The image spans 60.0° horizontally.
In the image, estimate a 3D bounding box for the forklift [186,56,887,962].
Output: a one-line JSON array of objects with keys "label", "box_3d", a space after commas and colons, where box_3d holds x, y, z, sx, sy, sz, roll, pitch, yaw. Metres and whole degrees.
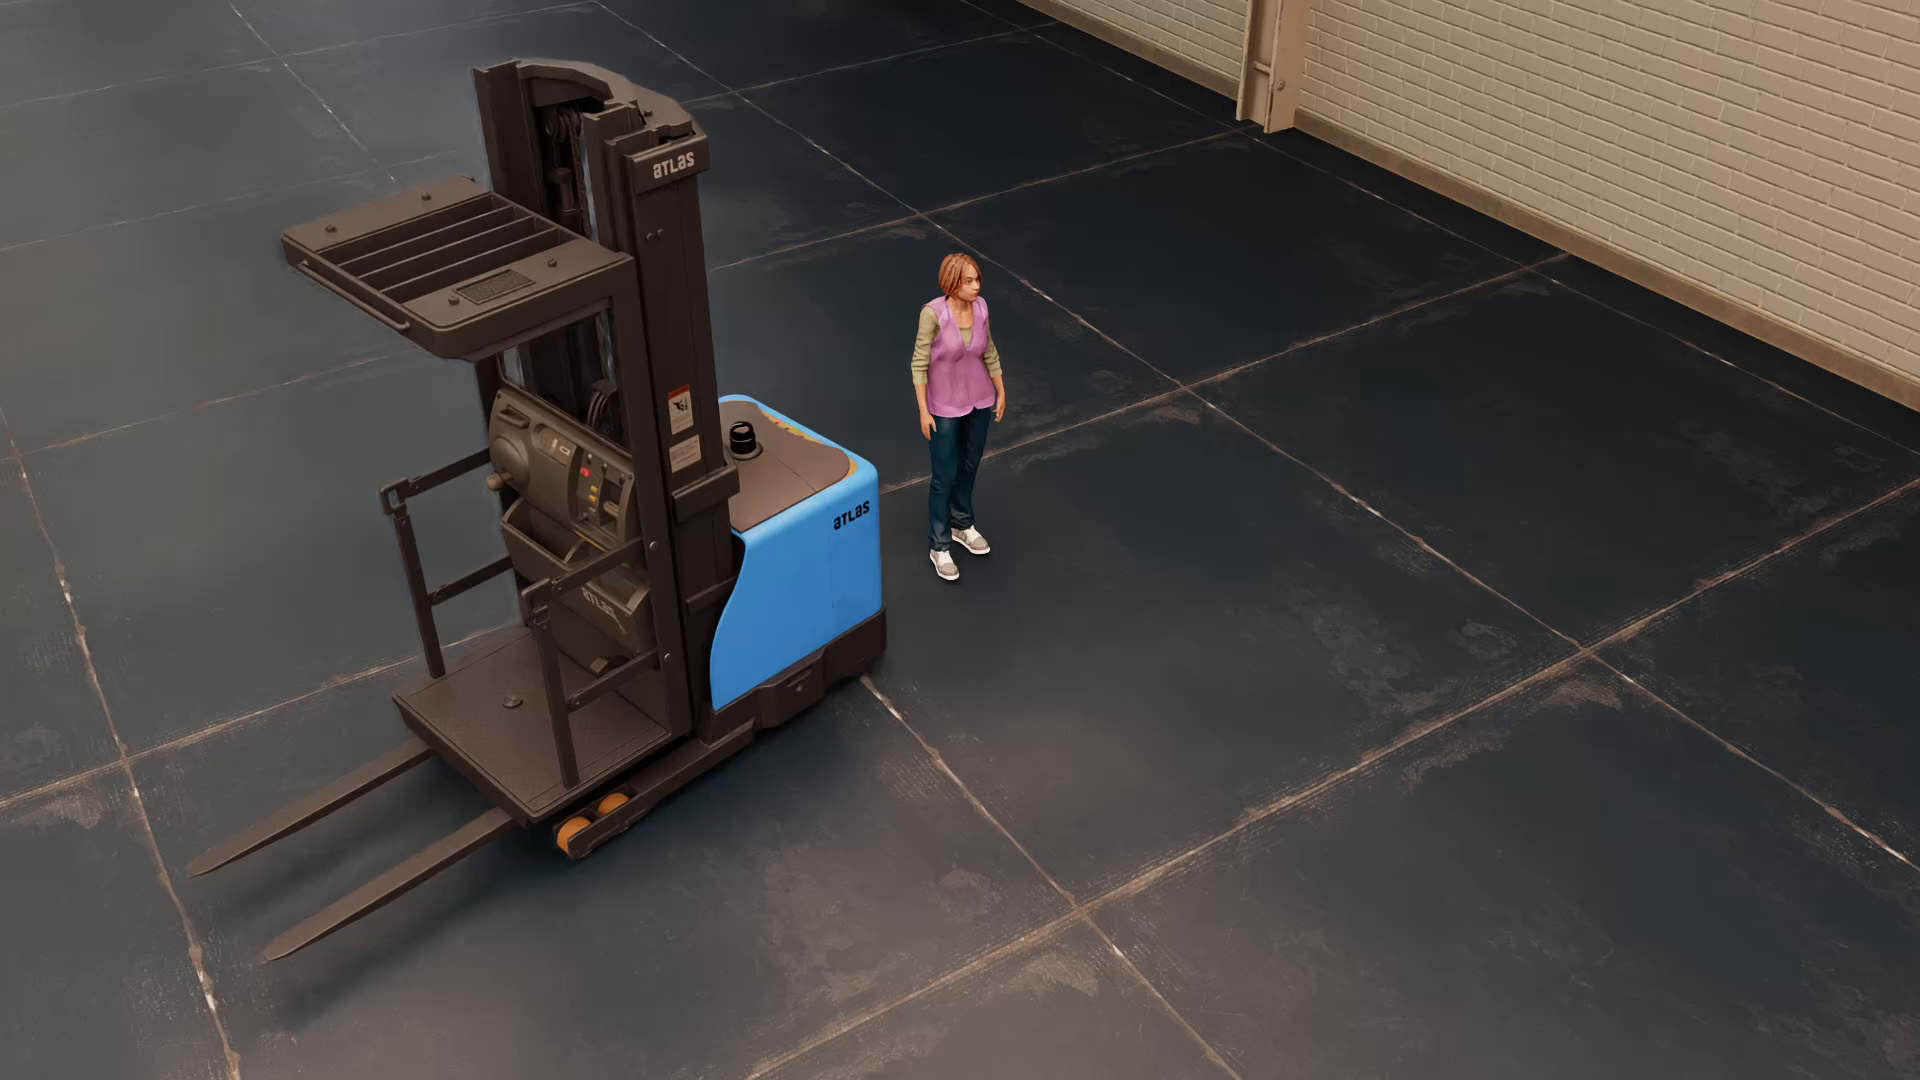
[{"label": "forklift", "box_3d": [-1.730, -0.229, 6.473, 1.130, 2.935, 3.031, 29, 44, 35]}]

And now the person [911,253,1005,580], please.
[{"label": "person", "box_3d": [0.028, -0.620, 8.177, 0.520, 1.597, 0.476, -21, 40, -27]}]
